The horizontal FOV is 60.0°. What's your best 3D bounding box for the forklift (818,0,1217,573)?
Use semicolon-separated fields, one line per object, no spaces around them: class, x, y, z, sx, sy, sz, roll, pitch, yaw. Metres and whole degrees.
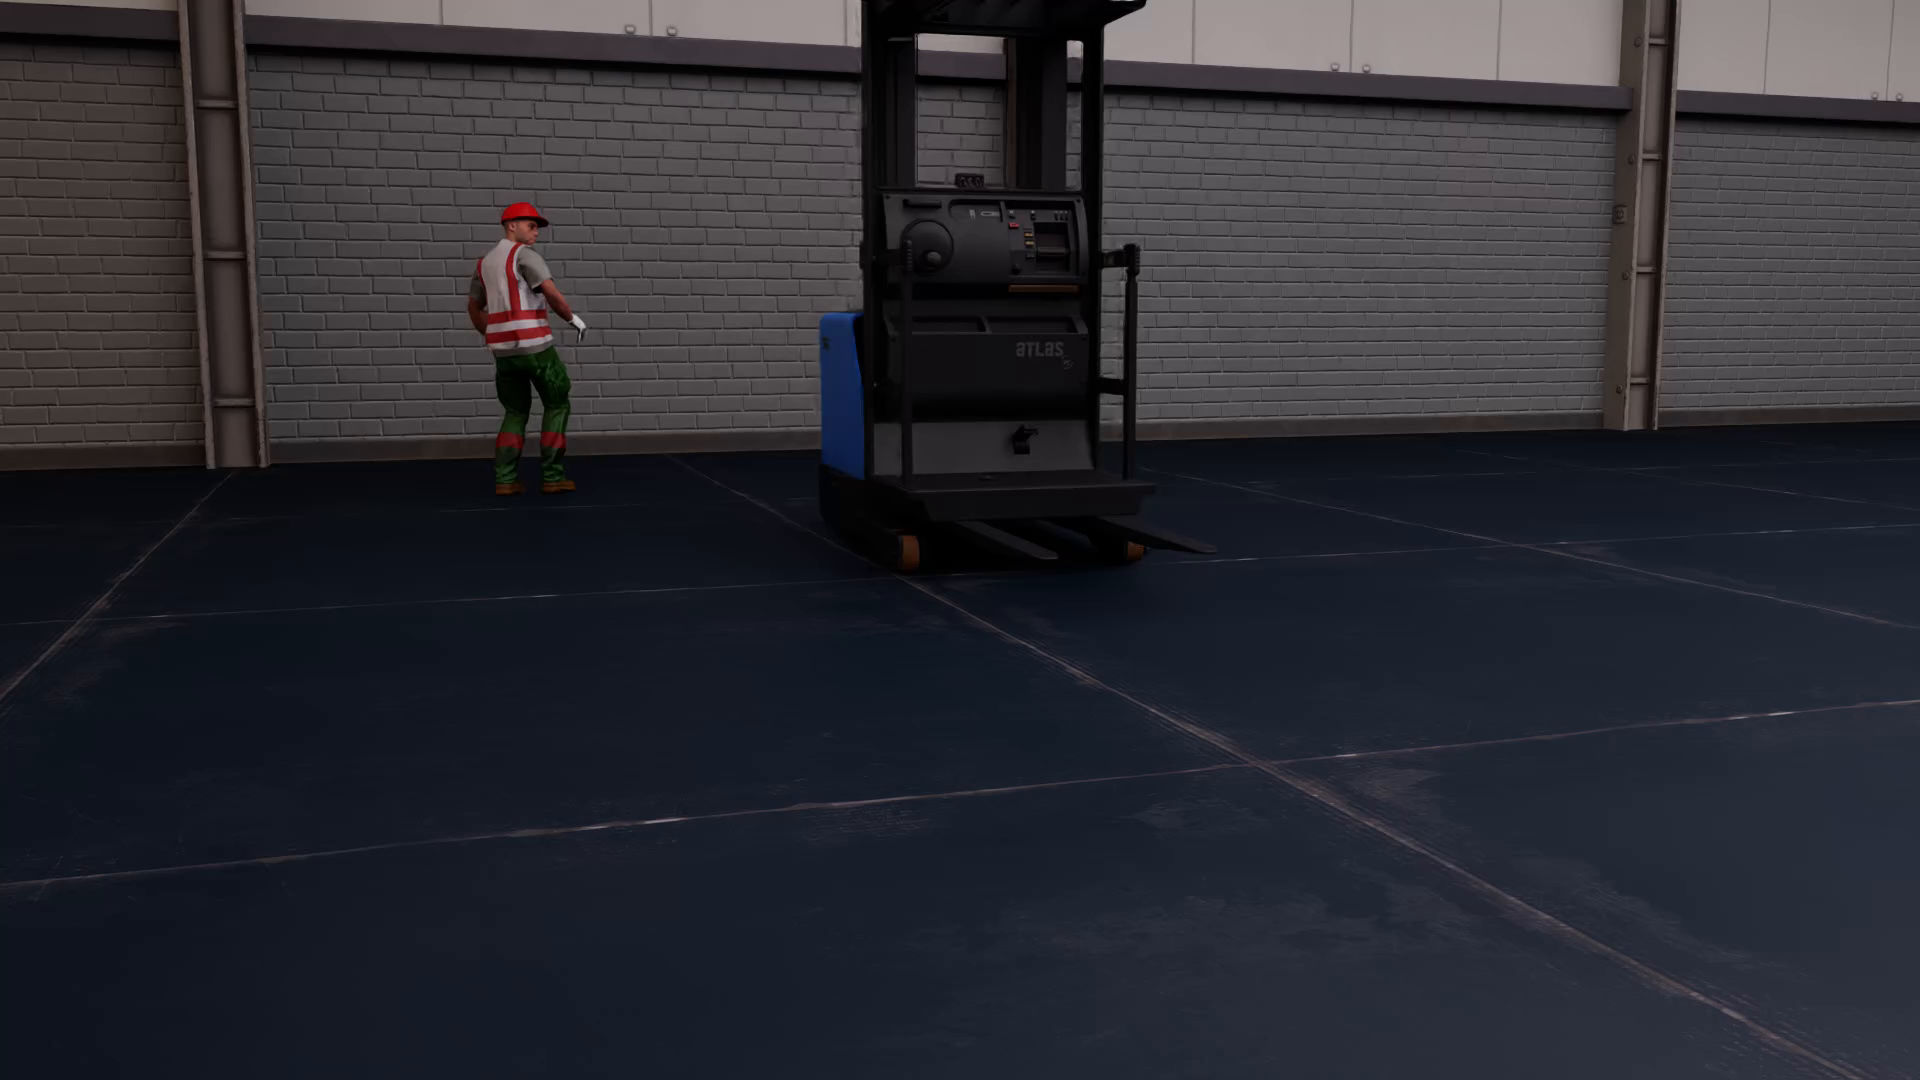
forklift;0.178;-1.374;7.147;1.130;2.935;3.031;-2;8;-16

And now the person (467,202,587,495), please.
person;-2.595;-1.134;9.905;0.755;1.732;0.518;4;9;25
